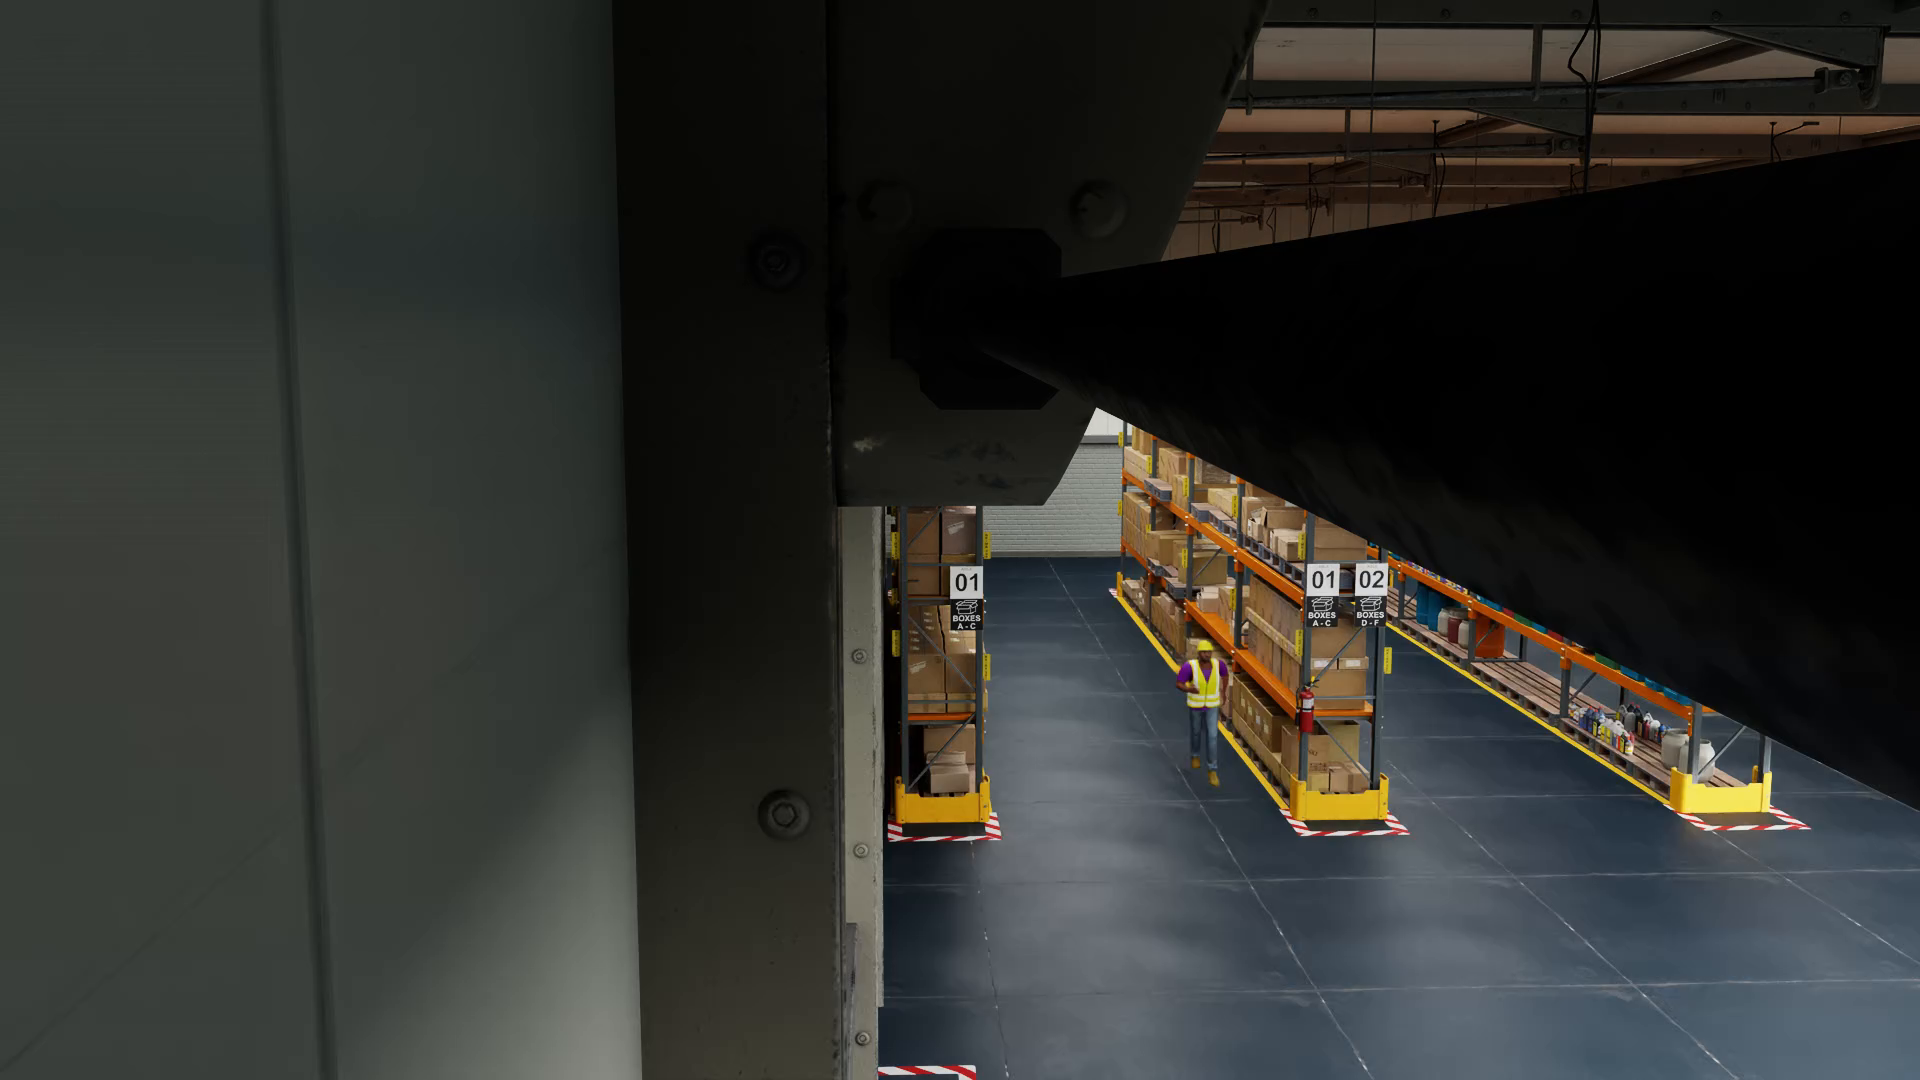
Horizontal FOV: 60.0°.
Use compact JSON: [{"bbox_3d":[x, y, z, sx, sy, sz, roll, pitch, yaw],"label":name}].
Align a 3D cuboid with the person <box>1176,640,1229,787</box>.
[{"bbox_3d":[3.139,2.184,21.498,0.717,1.833,0.851,0,8,0],"label":"person"}]
